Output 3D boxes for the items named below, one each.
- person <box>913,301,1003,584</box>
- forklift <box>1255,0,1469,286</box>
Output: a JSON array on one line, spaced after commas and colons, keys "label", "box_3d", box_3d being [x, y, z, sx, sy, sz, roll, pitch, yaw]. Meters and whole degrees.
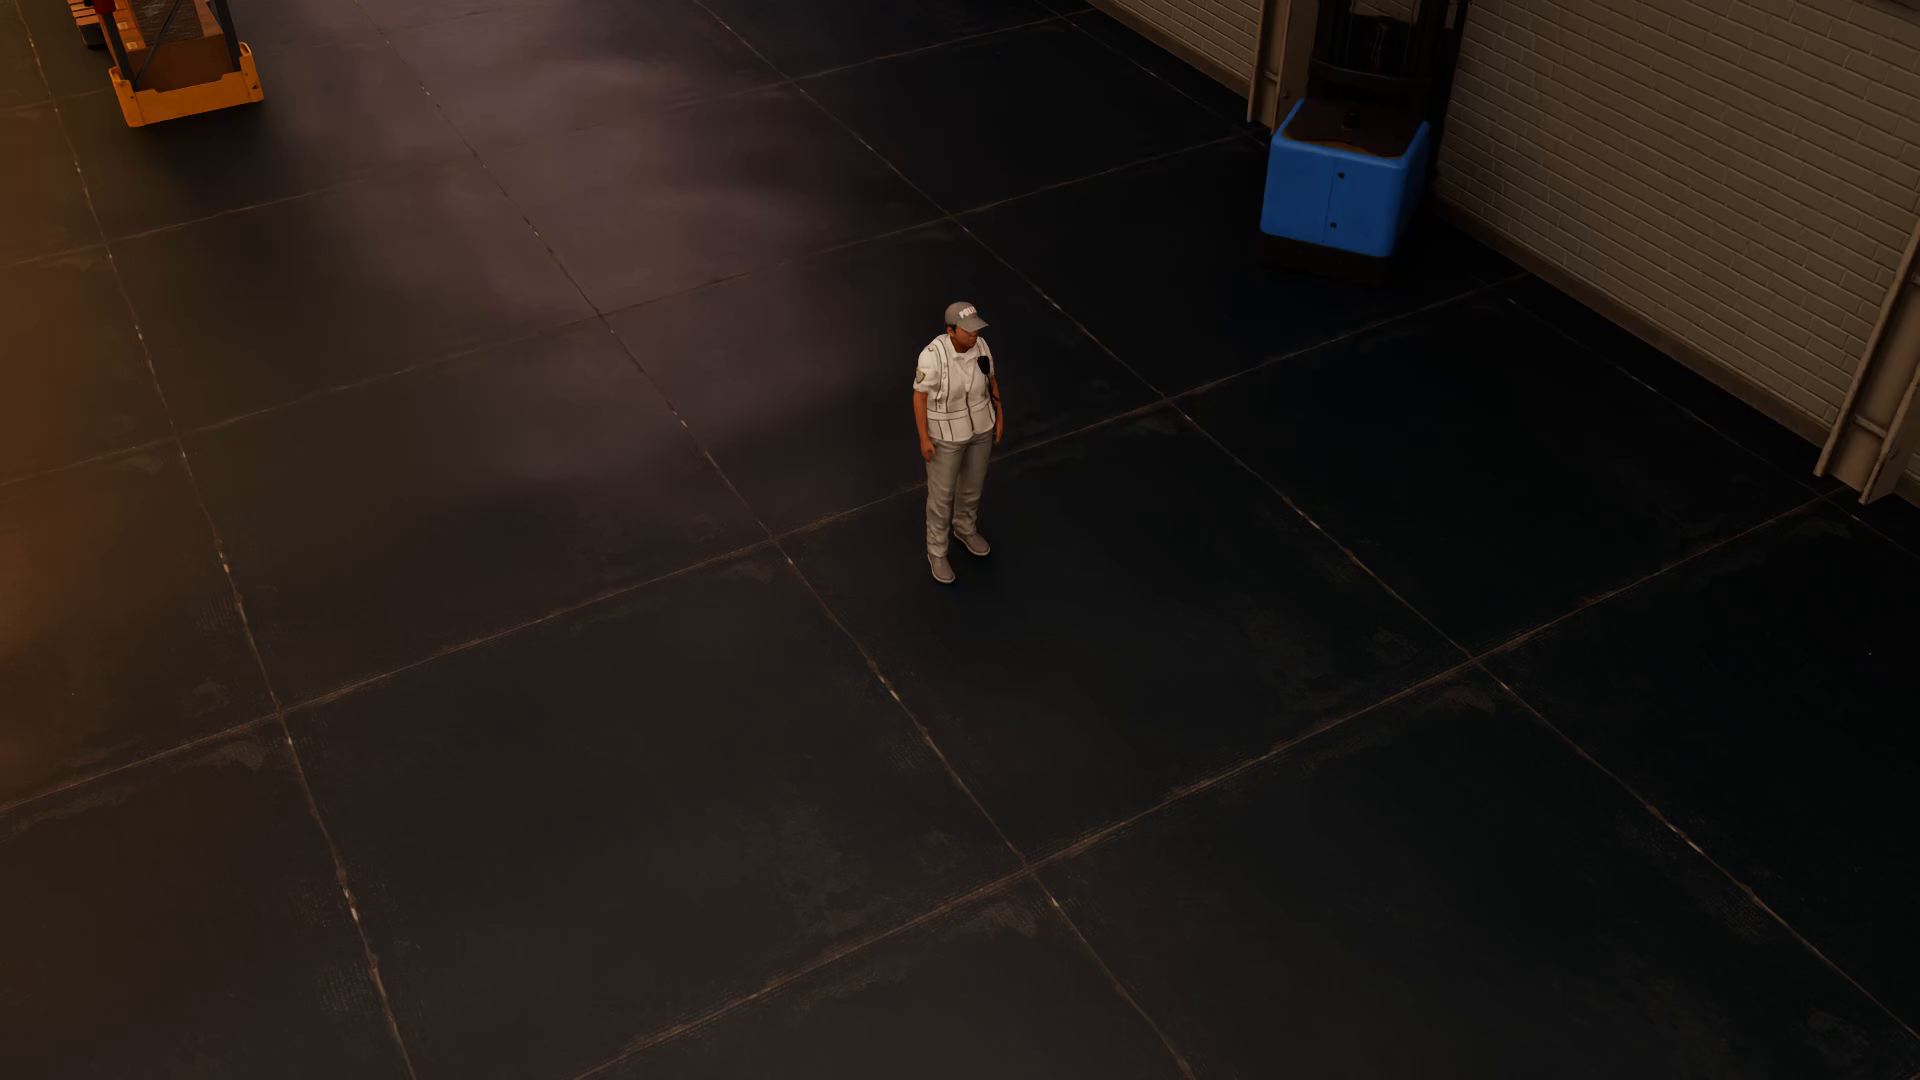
[{"label": "person", "box_3d": [0.018, -0.597, 9.736, 0.598, 1.670, 0.529, -20, 44, -23]}, {"label": "forklift", "box_3d": [3.359, -3.978, 12.832, 1.130, 2.935, 3.031, 16, 42, 19]}]
